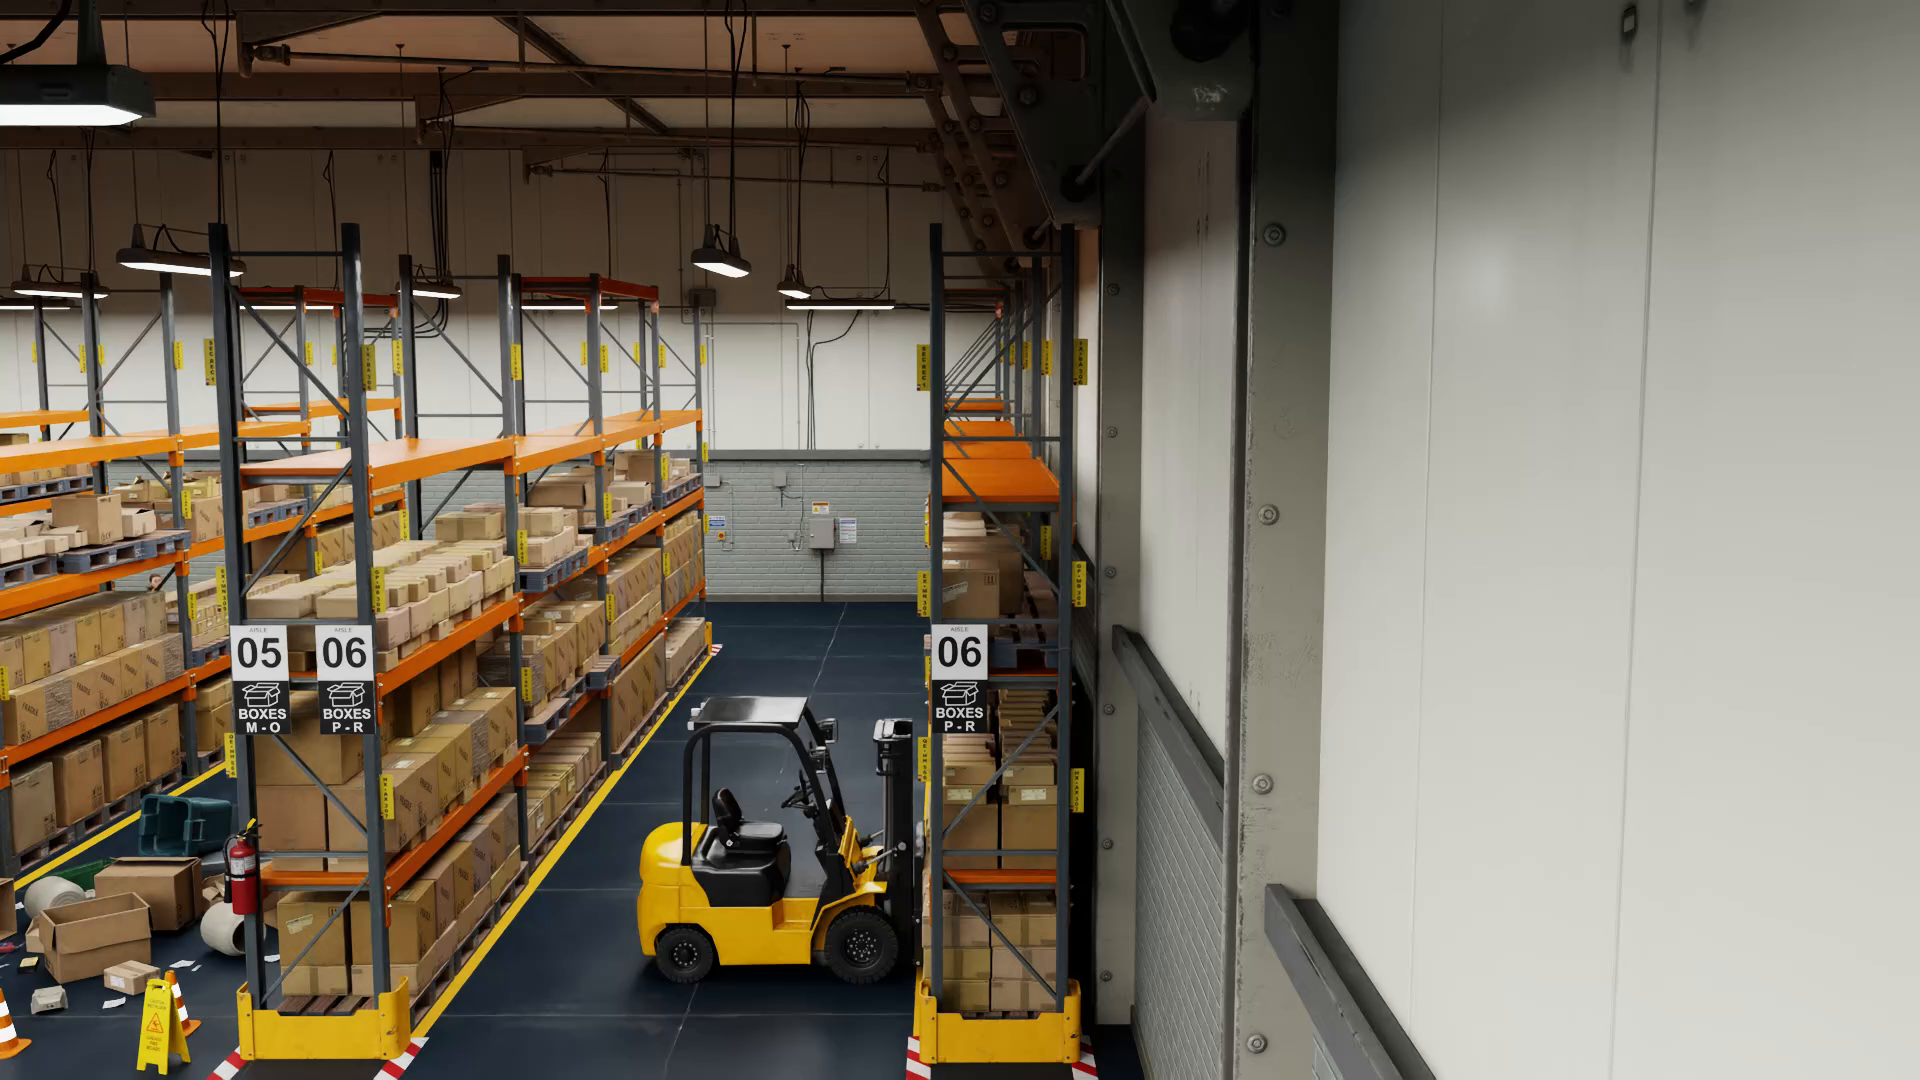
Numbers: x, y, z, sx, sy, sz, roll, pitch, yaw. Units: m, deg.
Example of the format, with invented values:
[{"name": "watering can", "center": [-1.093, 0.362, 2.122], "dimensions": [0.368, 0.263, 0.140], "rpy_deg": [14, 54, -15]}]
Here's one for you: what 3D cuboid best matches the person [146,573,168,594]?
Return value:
[{"name": "person", "center": [-12.306, 1.350, 25.671], "dimensions": [0.399, 1.699, 0.513], "rpy_deg": [1, 7, 8]}]
